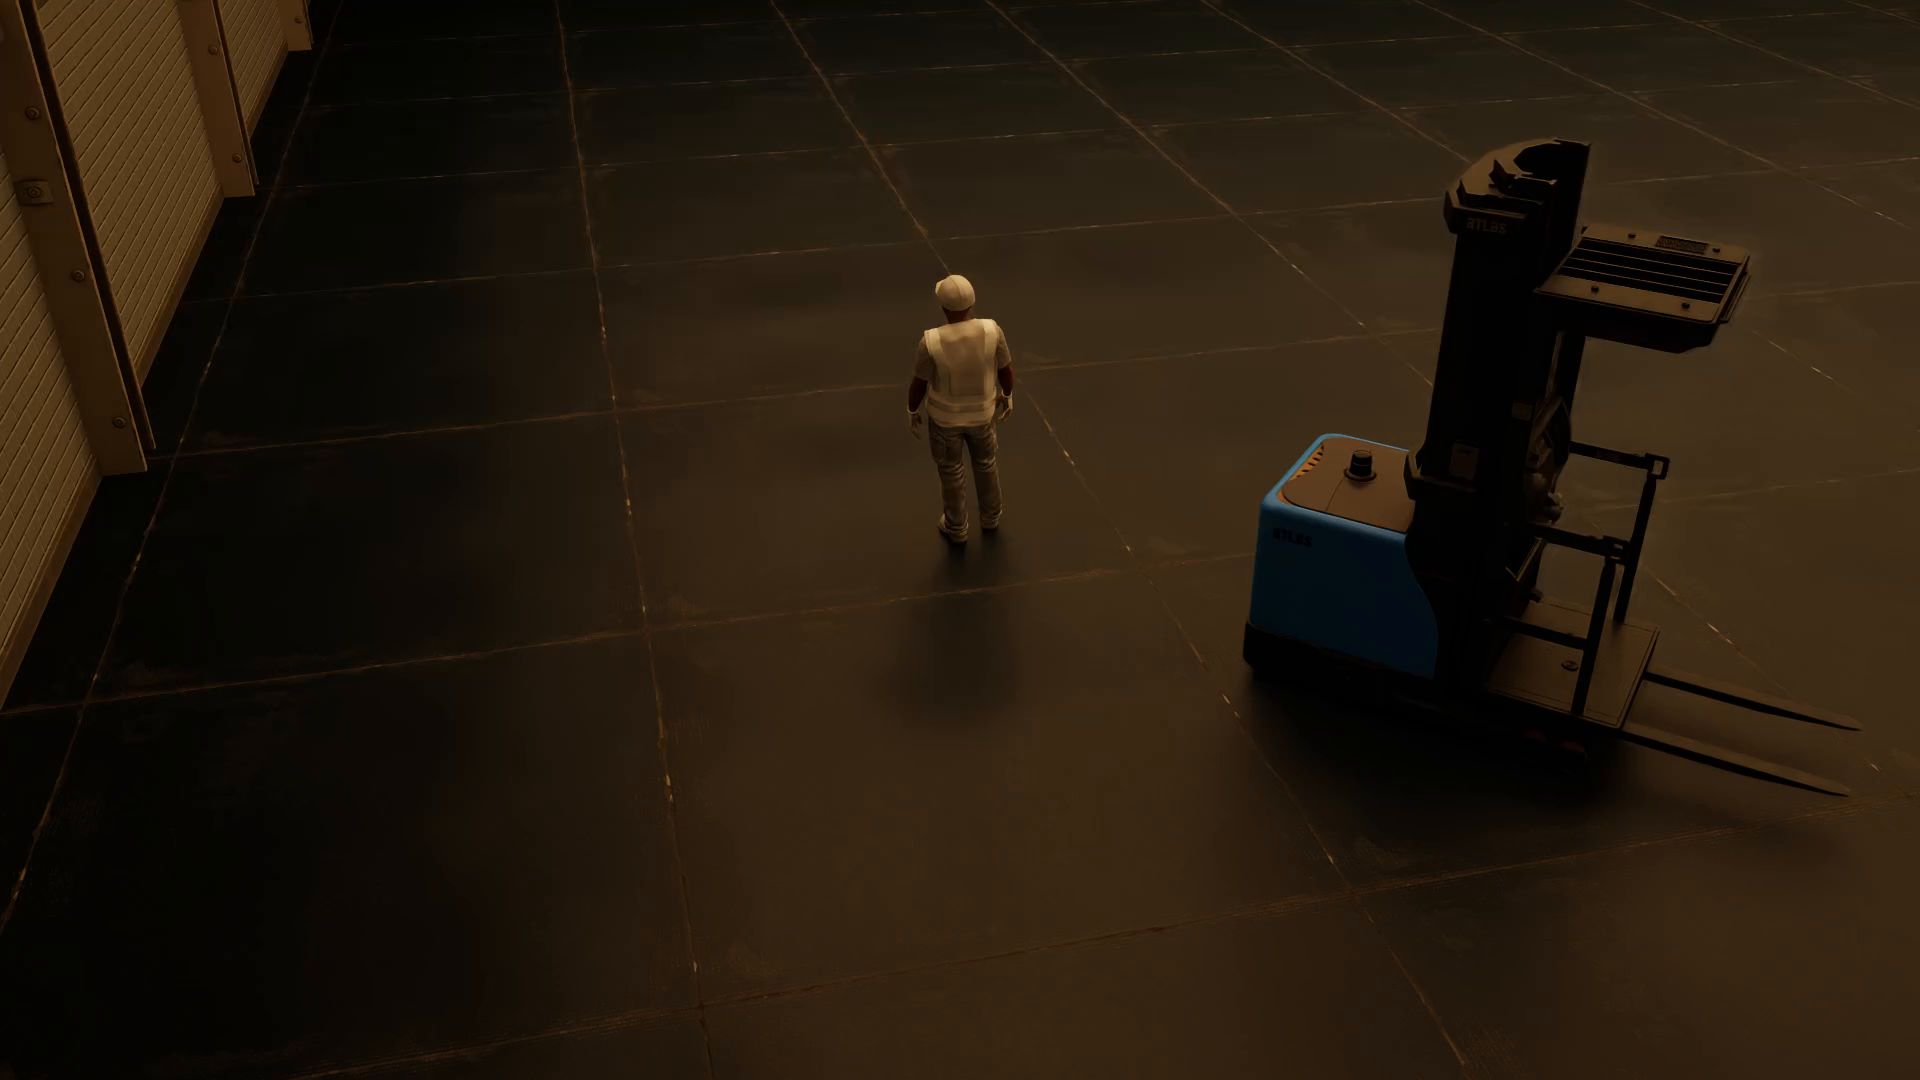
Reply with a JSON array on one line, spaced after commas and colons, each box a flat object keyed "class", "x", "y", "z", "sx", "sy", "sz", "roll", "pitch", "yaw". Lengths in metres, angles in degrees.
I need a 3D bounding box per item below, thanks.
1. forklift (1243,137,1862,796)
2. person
[{"class": "forklift", "x": 3.103, "y": -0.382, "z": 8.234, "sx": 3.031, "sy": 2.935, "sz": 1.130, "roll": 16, "pitch": 34, "yaw": 26}, {"class": "person", "x": -0.009, "y": -0.814, "z": 10.112, "sx": 0.657, "sy": 1.785, "sz": 0.575, "roll": -7, "pitch": 31, "yaw": -12}]
